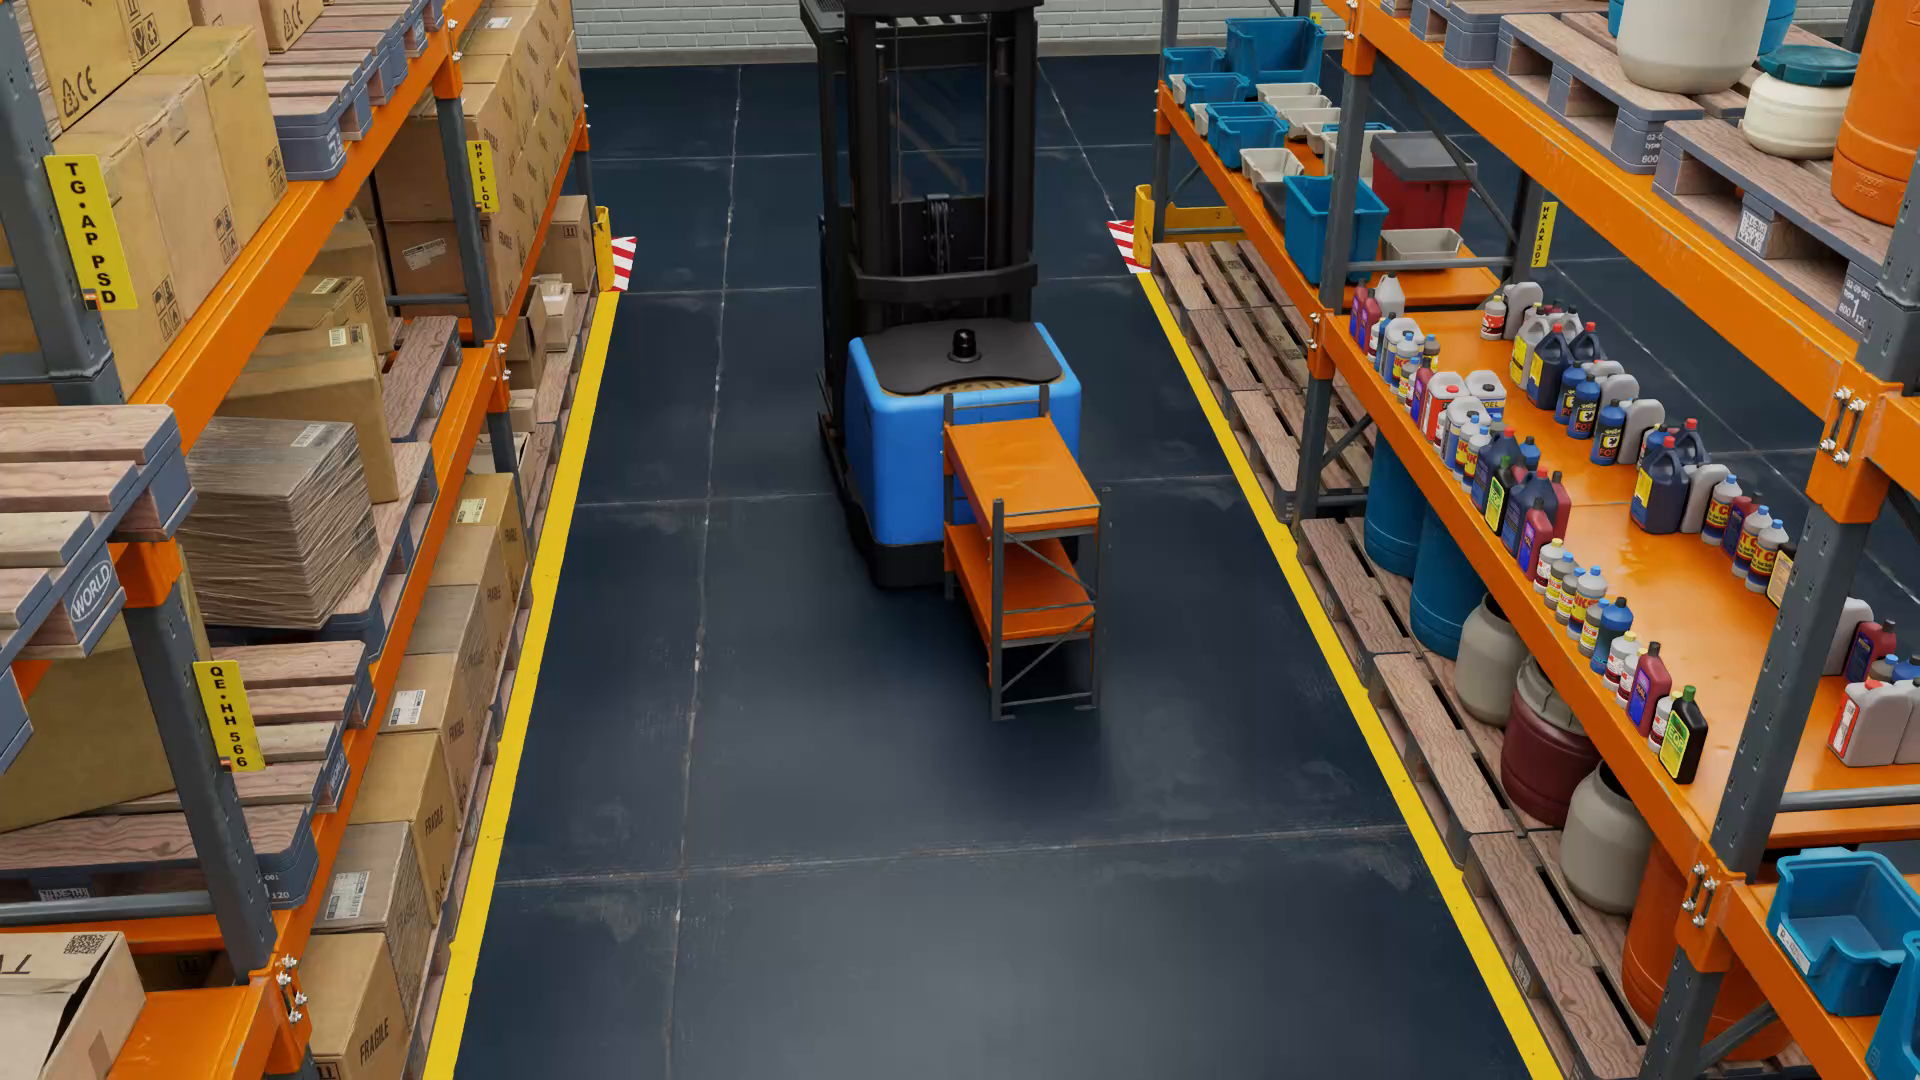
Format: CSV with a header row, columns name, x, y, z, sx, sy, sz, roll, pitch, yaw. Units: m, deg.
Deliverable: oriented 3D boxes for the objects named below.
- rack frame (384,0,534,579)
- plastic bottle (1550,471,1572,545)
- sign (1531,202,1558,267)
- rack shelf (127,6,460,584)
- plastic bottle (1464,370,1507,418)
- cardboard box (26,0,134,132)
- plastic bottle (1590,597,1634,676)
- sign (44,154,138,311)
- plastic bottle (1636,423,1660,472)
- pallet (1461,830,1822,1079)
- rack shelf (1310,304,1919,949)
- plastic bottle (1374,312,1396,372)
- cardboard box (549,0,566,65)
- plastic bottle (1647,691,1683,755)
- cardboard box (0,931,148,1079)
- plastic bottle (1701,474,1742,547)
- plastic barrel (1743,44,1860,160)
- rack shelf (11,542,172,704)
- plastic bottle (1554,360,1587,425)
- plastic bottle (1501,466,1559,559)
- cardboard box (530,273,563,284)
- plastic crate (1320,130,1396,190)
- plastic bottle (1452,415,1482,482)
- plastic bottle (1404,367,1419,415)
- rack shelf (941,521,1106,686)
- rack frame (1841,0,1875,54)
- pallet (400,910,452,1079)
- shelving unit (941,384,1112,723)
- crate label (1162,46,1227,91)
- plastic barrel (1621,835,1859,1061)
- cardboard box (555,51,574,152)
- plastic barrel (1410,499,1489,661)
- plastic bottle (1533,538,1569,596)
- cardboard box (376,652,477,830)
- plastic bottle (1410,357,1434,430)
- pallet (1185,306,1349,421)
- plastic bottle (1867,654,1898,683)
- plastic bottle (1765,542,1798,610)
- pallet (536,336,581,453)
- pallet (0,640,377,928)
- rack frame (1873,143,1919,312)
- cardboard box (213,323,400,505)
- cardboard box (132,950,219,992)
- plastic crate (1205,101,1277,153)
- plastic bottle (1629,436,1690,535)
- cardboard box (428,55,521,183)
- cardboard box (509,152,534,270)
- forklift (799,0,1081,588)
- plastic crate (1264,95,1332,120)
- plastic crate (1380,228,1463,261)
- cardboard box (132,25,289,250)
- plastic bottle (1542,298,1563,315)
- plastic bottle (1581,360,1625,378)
name,x,y,z,sx,sy,sz,roll,pitch,yaw
rack frame,-2.675,-1.092,7.653,1.000,3.000,0.127,-3,31,-5
plastic bottle,2.188,-0.106,6.116,0.061,0.283,0.133,-3,31,-5
sign,2.805,-1.471,8.018,0.100,0.325,0.005,-3,31,-5
rack shelf,-2.488,-1.050,5.358,1.077,0.370,4.000,-3,31,-5
plastic bottle,2.159,-0.554,6.873,0.152,0.276,0.135,-3,31,-5
cardboard box,-2.384,-1.293,3.992,0.500,0.500,0.500,-3,31,-5
plastic bottle,2.136,0.307,5.436,0.097,0.271,0.097,0,31,0
sign,-1.748,-0.616,3.349,0.100,0.325,0.005,-3,31,-5
plastic bottle,2.769,-0.367,6.633,0.097,0.201,0.097,0,31,0
pallet,2.515,1.512,6.013,1.003,0.211,1.213,-3,31,-5
rack shelf,2.444,0.003,6.522,1.077,0.370,4.000,-3,31,-5
plastic bottle,1.917,-0.888,7.438,0.097,0.271,0.097,0,31,0
cardboard box,-2.686,-3.134,10.000,0.500,0.500,0.500,-2,31,-3
plastic bottle,2.175,0.554,5.090,0.097,0.201,0.097,0,31,0
cardboard box,-2.311,1.177,3.942,0.500,0.311,0.500,-1,31,-1
plastic bottle,2.821,-0.116,6.145,0.097,0.271,0.097,0,31,0
plastic barrel,2.384,-1.234,4.691,0.301,0.262,0.301,0,31,0
rack shelf,-2.115,0.993,1.939,1.077,0.370,4.000,-3,31,-5
plastic bottle,2.574,-0.627,7.000,0.097,0.271,0.097,0,31,0
plastic bottle,2.088,-0.117,6.068,0.144,0.351,0.185,-3,31,-5
cardboard box,-2.805,-1.630,10.887,0.380,0.166,0.250,-3,31,-5
plastic crate,2.298,-2.090,9.382,0.437,0.282,0.530,-3,31,-5
plastic bottle,2.013,-0.366,6.563,0.097,0.271,0.097,0,31,0
plastic bottle,1.957,-0.641,7.091,0.097,0.201,0.097,0,31,0
rack shelf,0.276,0.249,7.713,0.538,0.278,1.000,-6,31,-10
rack frame,6.814,-3.607,11.863,1.000,3.000,0.127,-3,31,-5
pallet,-2.334,1.765,5.590,1.003,0.211,1.213,-3,31,-5
shelving unit,0.276,0.039,7.587,0.538,1.125,1.048,-6,31,-10
crate label,1.578,-3.181,11.256,0.416,0.233,0.303,-3,31,-5
plastic barrel,2.568,1.217,5.493,0.600,0.830,0.708,-3,31,-5
cardboard box,-2.684,-2.697,10.242,0.500,0.500,0.500,-2,31,-4
plastic barrel,2.357,0.033,7.406,0.600,0.901,0.708,-3,31,-5
plastic bottle,2.090,0.089,5.870,0.097,0.201,0.097,0,31,0
cardboard box,-2.210,0.799,6.496,0.500,0.500,0.500,-4,31,-6
plastic bottle,1.949,-0.616,6.970,0.061,0.283,0.133,-3,31,-5
pallet,2.032,-1.128,10.432,1.003,0.211,1.213,-3,31,-5
plastic bottle,2.919,0.454,5.259,0.097,0.201,0.097,0,31,0
plastic bottle,2.880,0.104,5.764,0.061,0.283,0.133,-3,31,-5
pallet,-2.856,-0.869,10.000,1.003,0.211,1.213,-3,31,-5
pallet,-2.435,0.690,4.857,1.213,0.211,1.003,-3,31,-5
rack frame,2.631,-1.861,3.089,1.000,3.000,0.127,-3,31,-5
cardboard box,-2.449,-0.416,6.014,0.700,0.500,0.500,-11,32,-17
cardboard box,-2.623,1.368,5.542,0.500,0.500,0.500,-2,31,-3
plastic crate,1.701,-2.509,10.130,0.416,0.233,0.300,-3,31,-5
plastic bottle,2.633,-0.214,6.231,0.144,0.351,0.185,-3,31,-5
cardboard box,-2.488,-2.081,8.237,0.500,0.500,0.500,-4,31,-6
cardboard box,-2.503,-1.669,8.522,0.500,0.500,0.500,-2,31,-4
forklift,-0.210,-1.766,8.849,1.130,2.935,3.031,-6,31,-10
plastic crate,2.152,-2.726,10.587,0.396,0.136,0.243,-3,31,-5
plastic crate,2.356,-1.484,8.508,0.396,0.136,0.243,-3,31,-5
cardboard box,-2.472,-1.127,4.689,0.910,0.500,0.500,-3,31,-5
plastic bottle,2.683,-0.975,7.572,0.061,0.283,0.133,-3,31,-5
plastic bottle,2.697,-0.644,7.024,0.152,0.276,0.135,-3,31,-5
